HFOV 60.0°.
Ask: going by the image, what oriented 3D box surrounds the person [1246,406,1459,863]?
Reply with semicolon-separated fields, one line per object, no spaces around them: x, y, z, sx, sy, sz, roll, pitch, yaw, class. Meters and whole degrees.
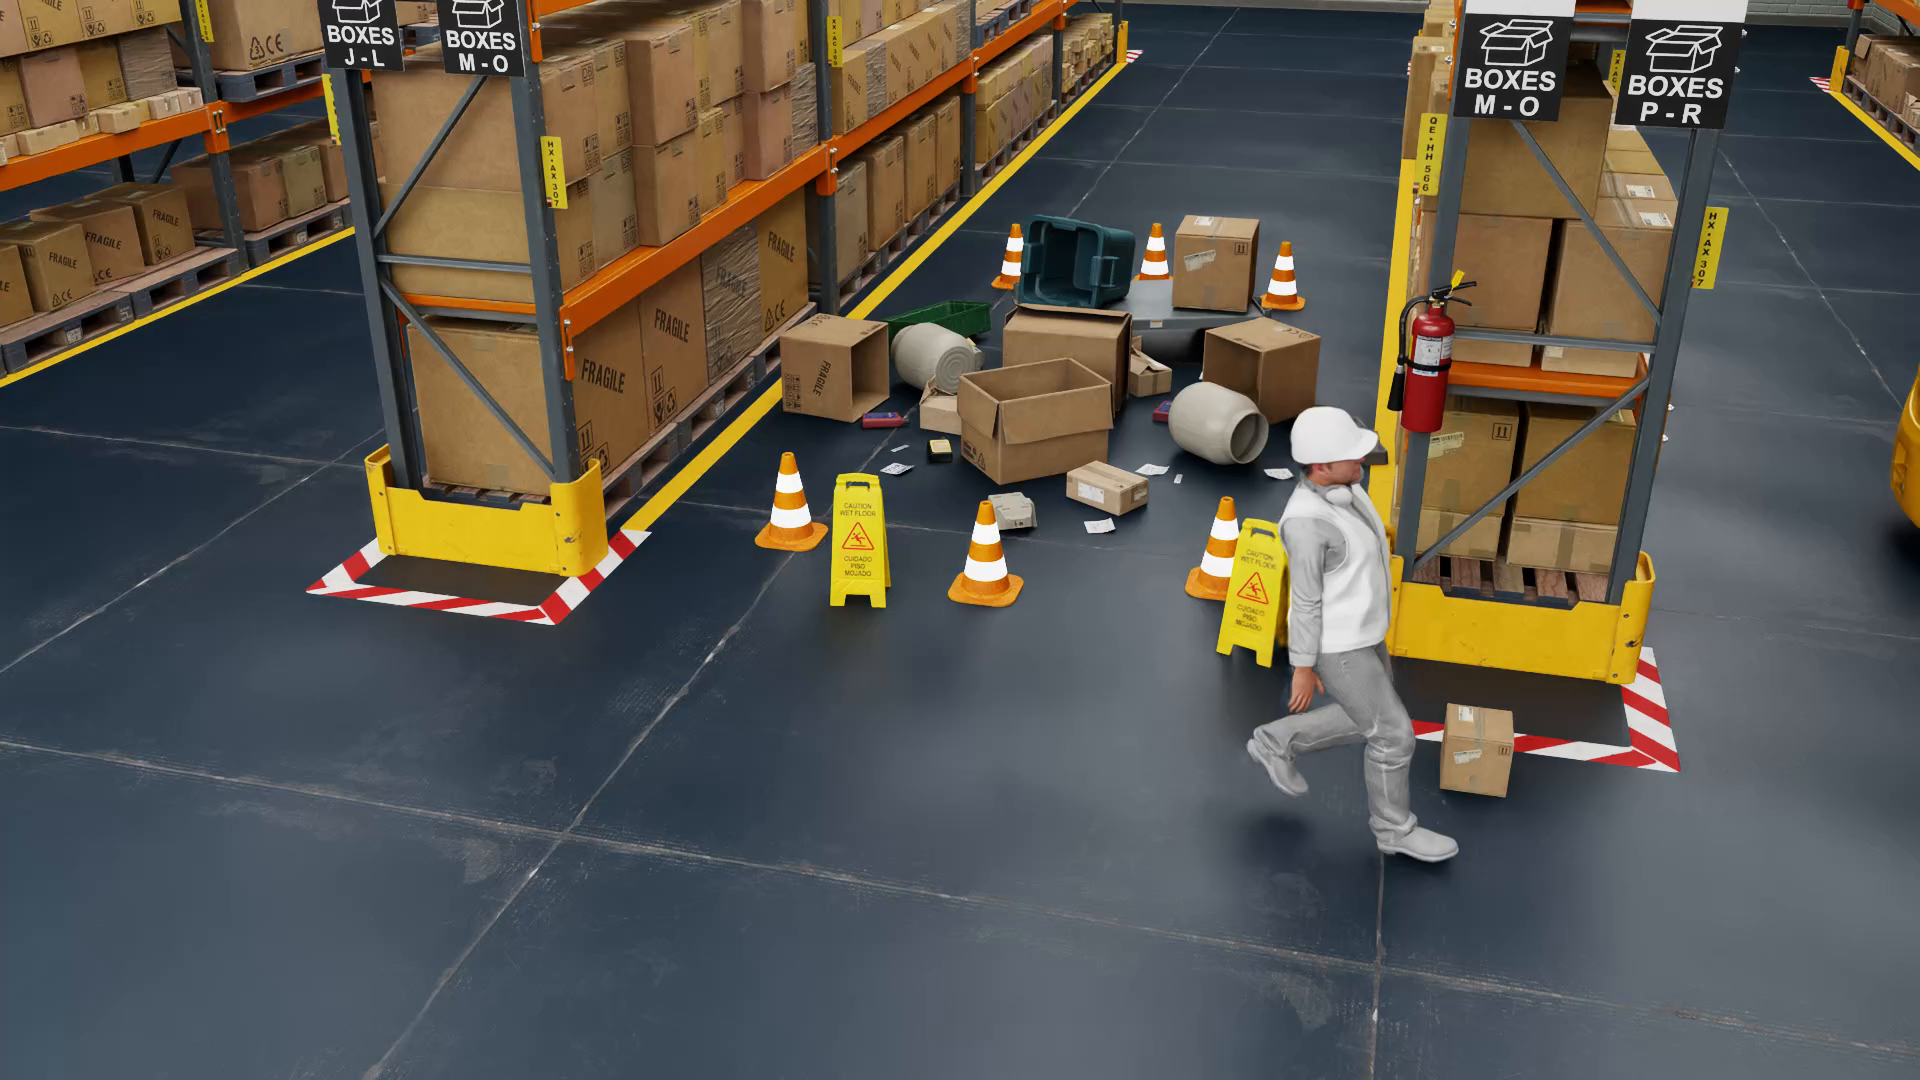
1.465;0.329;5.953;0.842;1.701;0.587;10;27;21;person
